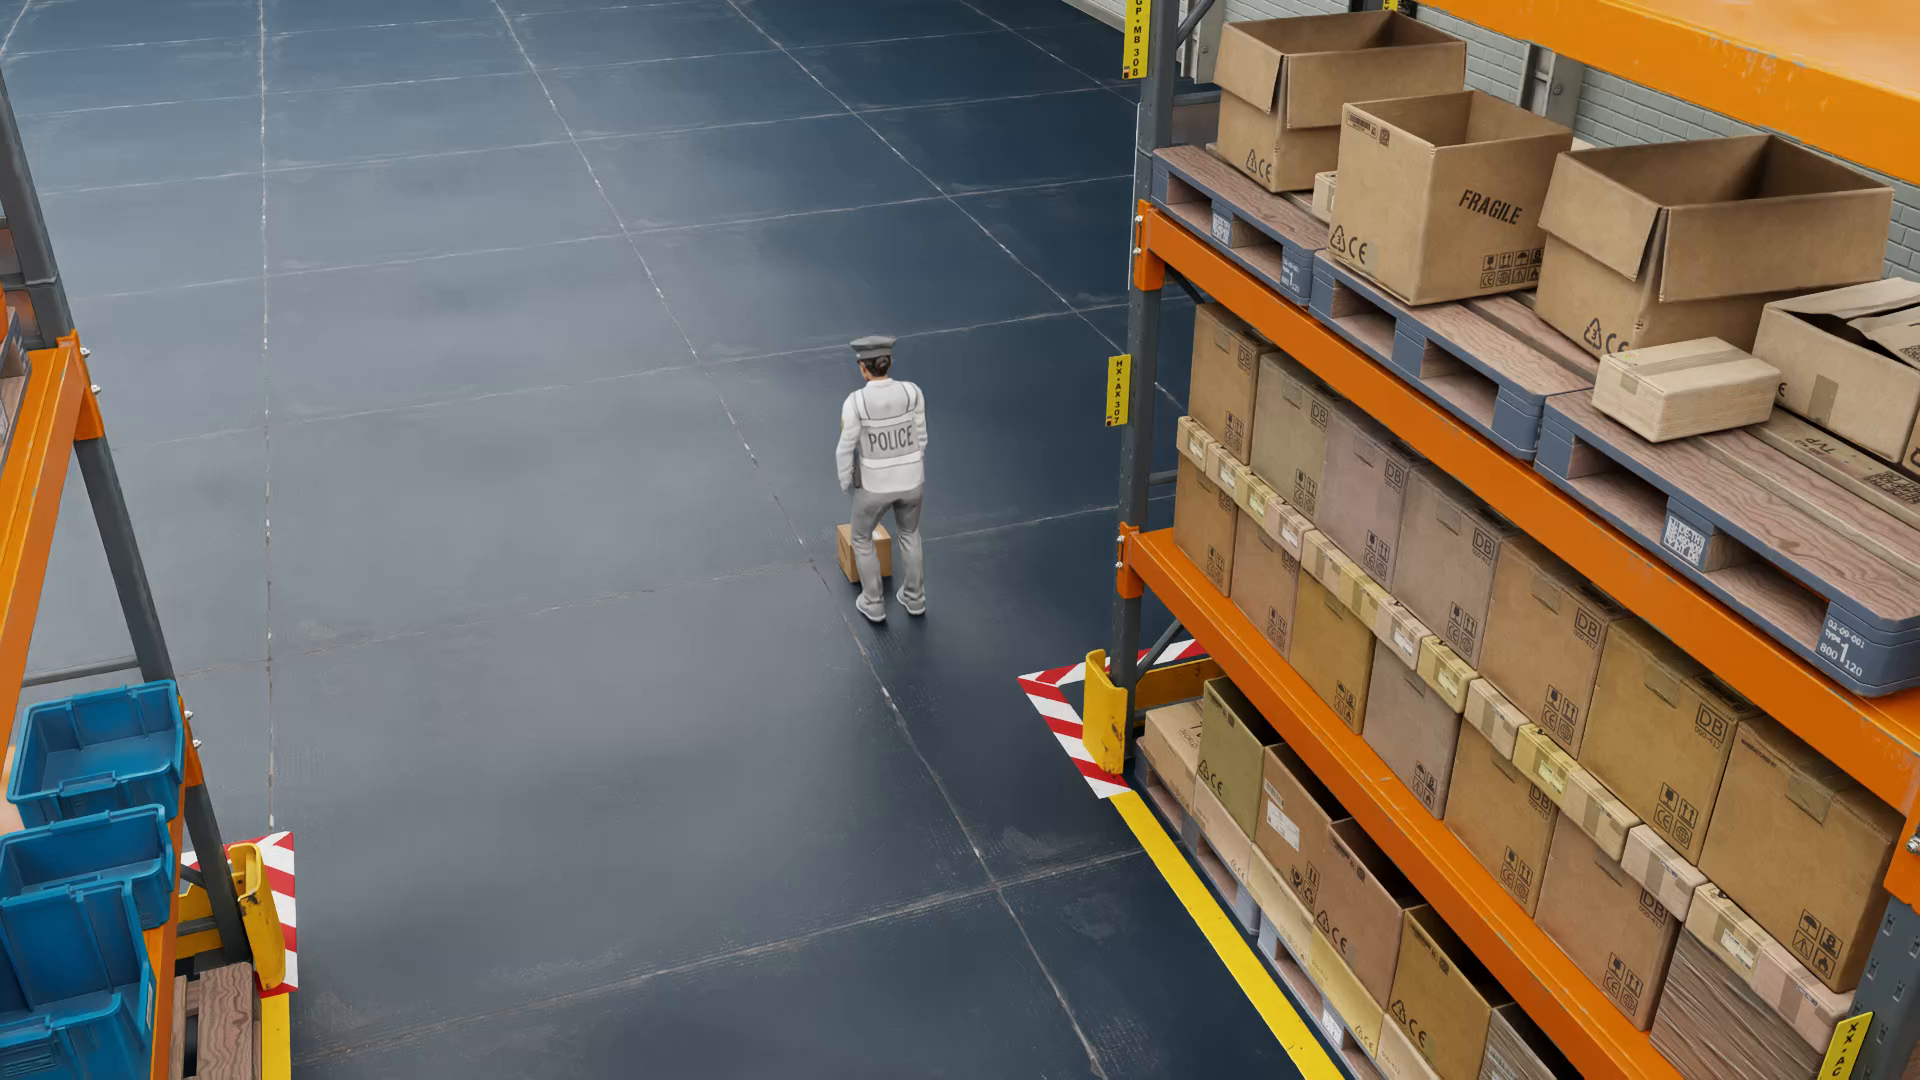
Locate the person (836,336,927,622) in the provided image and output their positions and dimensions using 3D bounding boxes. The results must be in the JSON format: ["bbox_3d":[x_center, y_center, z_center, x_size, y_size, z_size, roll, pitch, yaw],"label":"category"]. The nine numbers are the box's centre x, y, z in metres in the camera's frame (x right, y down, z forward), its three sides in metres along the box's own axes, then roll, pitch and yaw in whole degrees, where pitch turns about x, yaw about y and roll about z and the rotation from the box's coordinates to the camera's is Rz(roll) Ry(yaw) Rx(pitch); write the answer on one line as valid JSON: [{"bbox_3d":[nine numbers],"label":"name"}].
[{"bbox_3d":[-0.418,-0.313,8.930,0.500,1.626,0.446,-10,31,-16],"label":"person"}]
